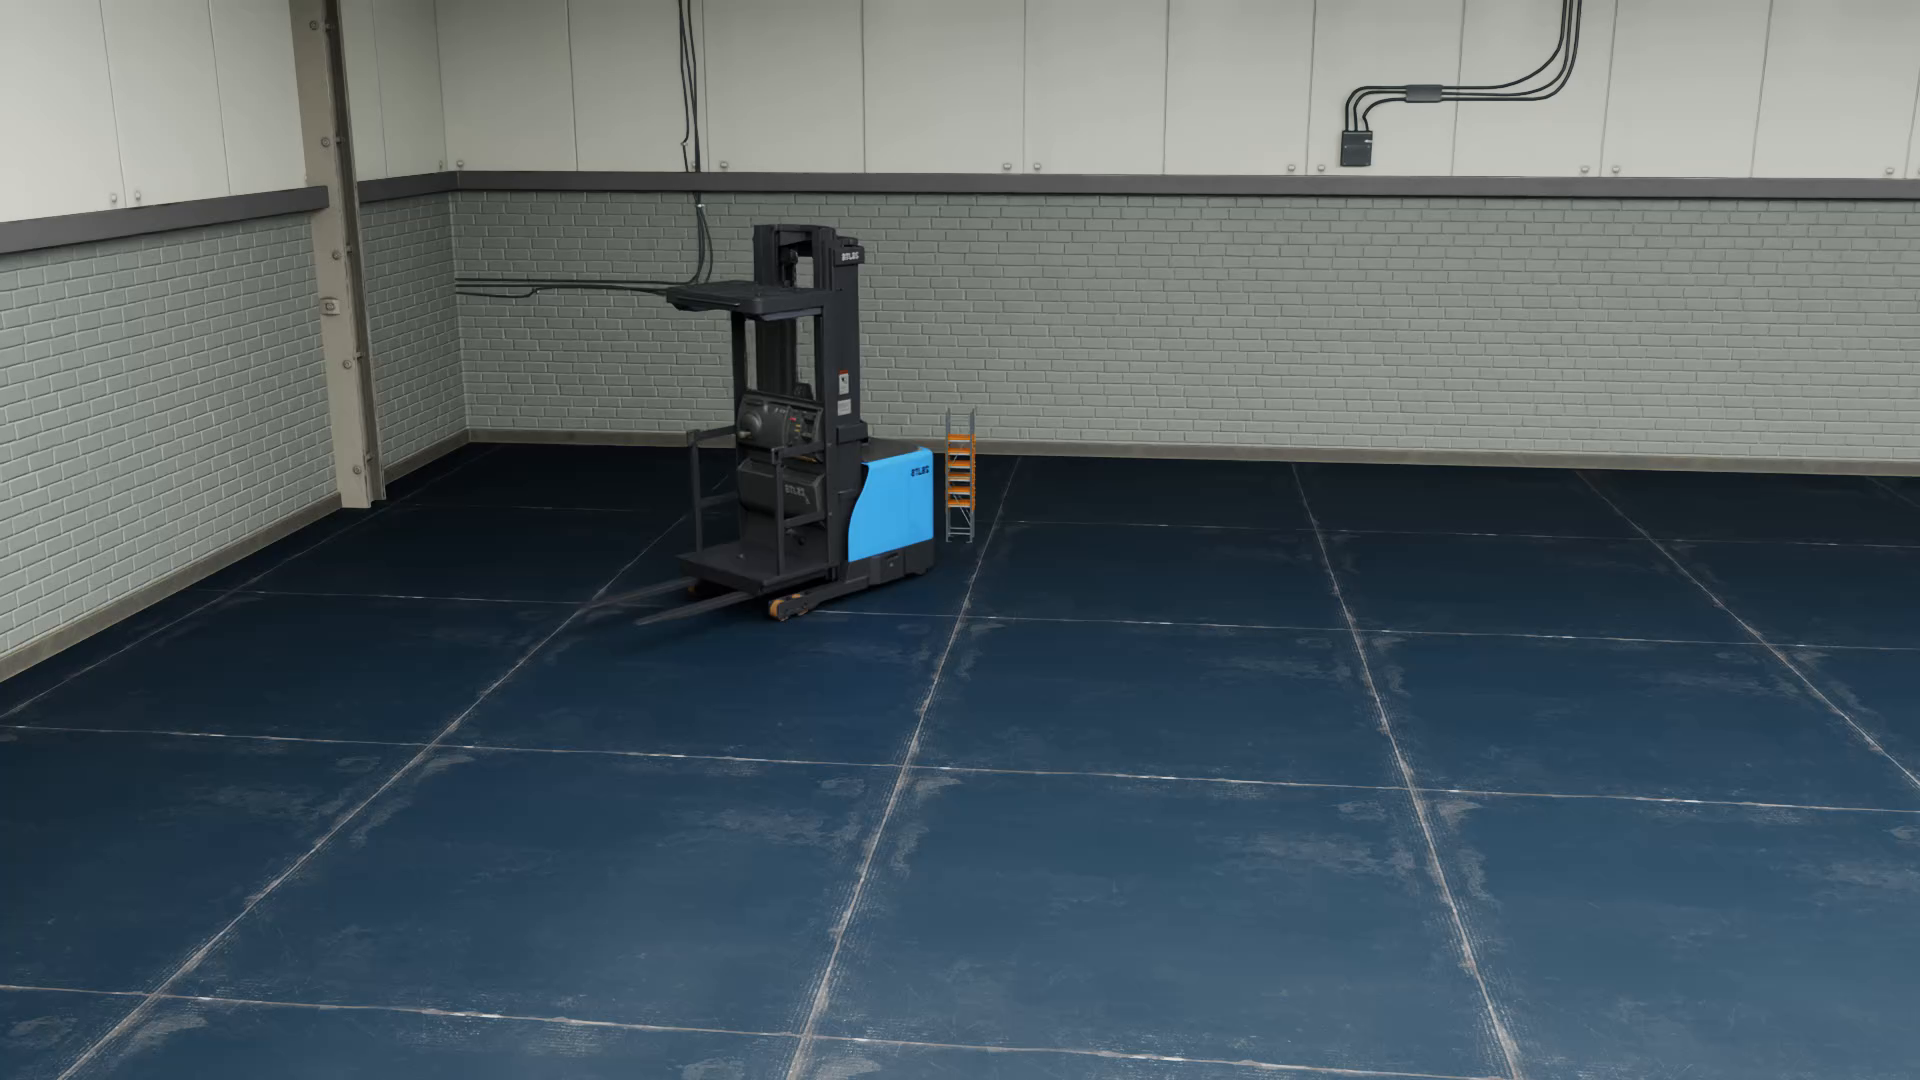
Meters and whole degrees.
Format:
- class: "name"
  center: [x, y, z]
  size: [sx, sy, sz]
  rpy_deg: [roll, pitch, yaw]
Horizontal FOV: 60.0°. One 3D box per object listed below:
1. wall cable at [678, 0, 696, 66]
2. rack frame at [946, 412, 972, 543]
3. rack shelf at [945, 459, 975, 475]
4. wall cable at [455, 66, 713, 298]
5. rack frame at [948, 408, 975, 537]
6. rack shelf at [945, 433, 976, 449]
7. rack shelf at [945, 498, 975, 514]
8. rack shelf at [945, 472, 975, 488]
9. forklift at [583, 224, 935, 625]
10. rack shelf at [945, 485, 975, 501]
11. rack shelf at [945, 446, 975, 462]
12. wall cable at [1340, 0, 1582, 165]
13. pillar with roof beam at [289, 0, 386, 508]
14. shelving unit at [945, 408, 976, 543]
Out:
- class: "wall cable"
  center: [-1.601, -6.298, 17.487]
  size: [3.097, 2.526, 0.112]
  rpy_deg: [2, 15, 6]
- class: "rack frame"
  center: [-0.009, -0.559, 14.932]
  size: [0.240, 1.200, 0.006]
  rpy_deg: [2, 15, 6]
- class: "rack shelf"
  center: [0.002, -0.656, 15.000]
  size: [0.258, 0.103, 0.180]
  rpy_deg: [2, 15, 6]
- class: "wall cable"
  center: [-4.289, -3.940, 18.441]
  size: [3.097, 2.526, 0.112]
  rpy_deg: [2, 15, 6]
- class: "rack frame"
  center: [0.012, -0.607, 15.107]
  size: [0.240, 1.200, 0.006]
  rpy_deg: [2, 15, 6]
- class: "rack shelf"
  center: [0.002, -0.888, 14.937]
  size: [0.258, 0.103, 0.180]
  rpy_deg: [2, 15, 6]
- class: "rack shelf"
  center: [0.002, -0.308, 15.094]
  size: [0.258, 0.103, 0.180]
  rpy_deg: [2, 15, 6]
- class: "rack shelf"
  center: [0.002, -0.540, 15.031]
  size: [0.258, 0.103, 0.180]
  rpy_deg: [2, 15, 6]
- class: "forklift"
  center: [-1.569, -0.939, 13.019]
  size: [1.130, 2.935, 3.031]
  rpy_deg: [13, 20, 40]
- class: "rack shelf"
  center: [0.002, -0.424, 15.062]
  size: [0.258, 0.103, 0.180]
  rpy_deg: [2, 15, 6]
- class: "rack shelf"
  center: [0.002, -0.772, 14.968]
  size: [0.258, 0.103, 0.180]
  rpy_deg: [2, 15, 6]
- class: "wall cable"
  center: [5.142, -6.797, 16.542]
  size: [2.305, 6.003, 0.169]
  rpy_deg: [2, 15, 6]
- class: "pillar with roof beam"
  center: [-1.658, -4.587, 14.885]
  size: [9.100, 9.000, 0.400]
  rpy_deg: [2, 15, 6]
- class: "shelving unit"
  center: [0.002, -0.583, 15.019]
  size: [0.258, 1.200, 0.189]
  rpy_deg: [2, 15, 6]
